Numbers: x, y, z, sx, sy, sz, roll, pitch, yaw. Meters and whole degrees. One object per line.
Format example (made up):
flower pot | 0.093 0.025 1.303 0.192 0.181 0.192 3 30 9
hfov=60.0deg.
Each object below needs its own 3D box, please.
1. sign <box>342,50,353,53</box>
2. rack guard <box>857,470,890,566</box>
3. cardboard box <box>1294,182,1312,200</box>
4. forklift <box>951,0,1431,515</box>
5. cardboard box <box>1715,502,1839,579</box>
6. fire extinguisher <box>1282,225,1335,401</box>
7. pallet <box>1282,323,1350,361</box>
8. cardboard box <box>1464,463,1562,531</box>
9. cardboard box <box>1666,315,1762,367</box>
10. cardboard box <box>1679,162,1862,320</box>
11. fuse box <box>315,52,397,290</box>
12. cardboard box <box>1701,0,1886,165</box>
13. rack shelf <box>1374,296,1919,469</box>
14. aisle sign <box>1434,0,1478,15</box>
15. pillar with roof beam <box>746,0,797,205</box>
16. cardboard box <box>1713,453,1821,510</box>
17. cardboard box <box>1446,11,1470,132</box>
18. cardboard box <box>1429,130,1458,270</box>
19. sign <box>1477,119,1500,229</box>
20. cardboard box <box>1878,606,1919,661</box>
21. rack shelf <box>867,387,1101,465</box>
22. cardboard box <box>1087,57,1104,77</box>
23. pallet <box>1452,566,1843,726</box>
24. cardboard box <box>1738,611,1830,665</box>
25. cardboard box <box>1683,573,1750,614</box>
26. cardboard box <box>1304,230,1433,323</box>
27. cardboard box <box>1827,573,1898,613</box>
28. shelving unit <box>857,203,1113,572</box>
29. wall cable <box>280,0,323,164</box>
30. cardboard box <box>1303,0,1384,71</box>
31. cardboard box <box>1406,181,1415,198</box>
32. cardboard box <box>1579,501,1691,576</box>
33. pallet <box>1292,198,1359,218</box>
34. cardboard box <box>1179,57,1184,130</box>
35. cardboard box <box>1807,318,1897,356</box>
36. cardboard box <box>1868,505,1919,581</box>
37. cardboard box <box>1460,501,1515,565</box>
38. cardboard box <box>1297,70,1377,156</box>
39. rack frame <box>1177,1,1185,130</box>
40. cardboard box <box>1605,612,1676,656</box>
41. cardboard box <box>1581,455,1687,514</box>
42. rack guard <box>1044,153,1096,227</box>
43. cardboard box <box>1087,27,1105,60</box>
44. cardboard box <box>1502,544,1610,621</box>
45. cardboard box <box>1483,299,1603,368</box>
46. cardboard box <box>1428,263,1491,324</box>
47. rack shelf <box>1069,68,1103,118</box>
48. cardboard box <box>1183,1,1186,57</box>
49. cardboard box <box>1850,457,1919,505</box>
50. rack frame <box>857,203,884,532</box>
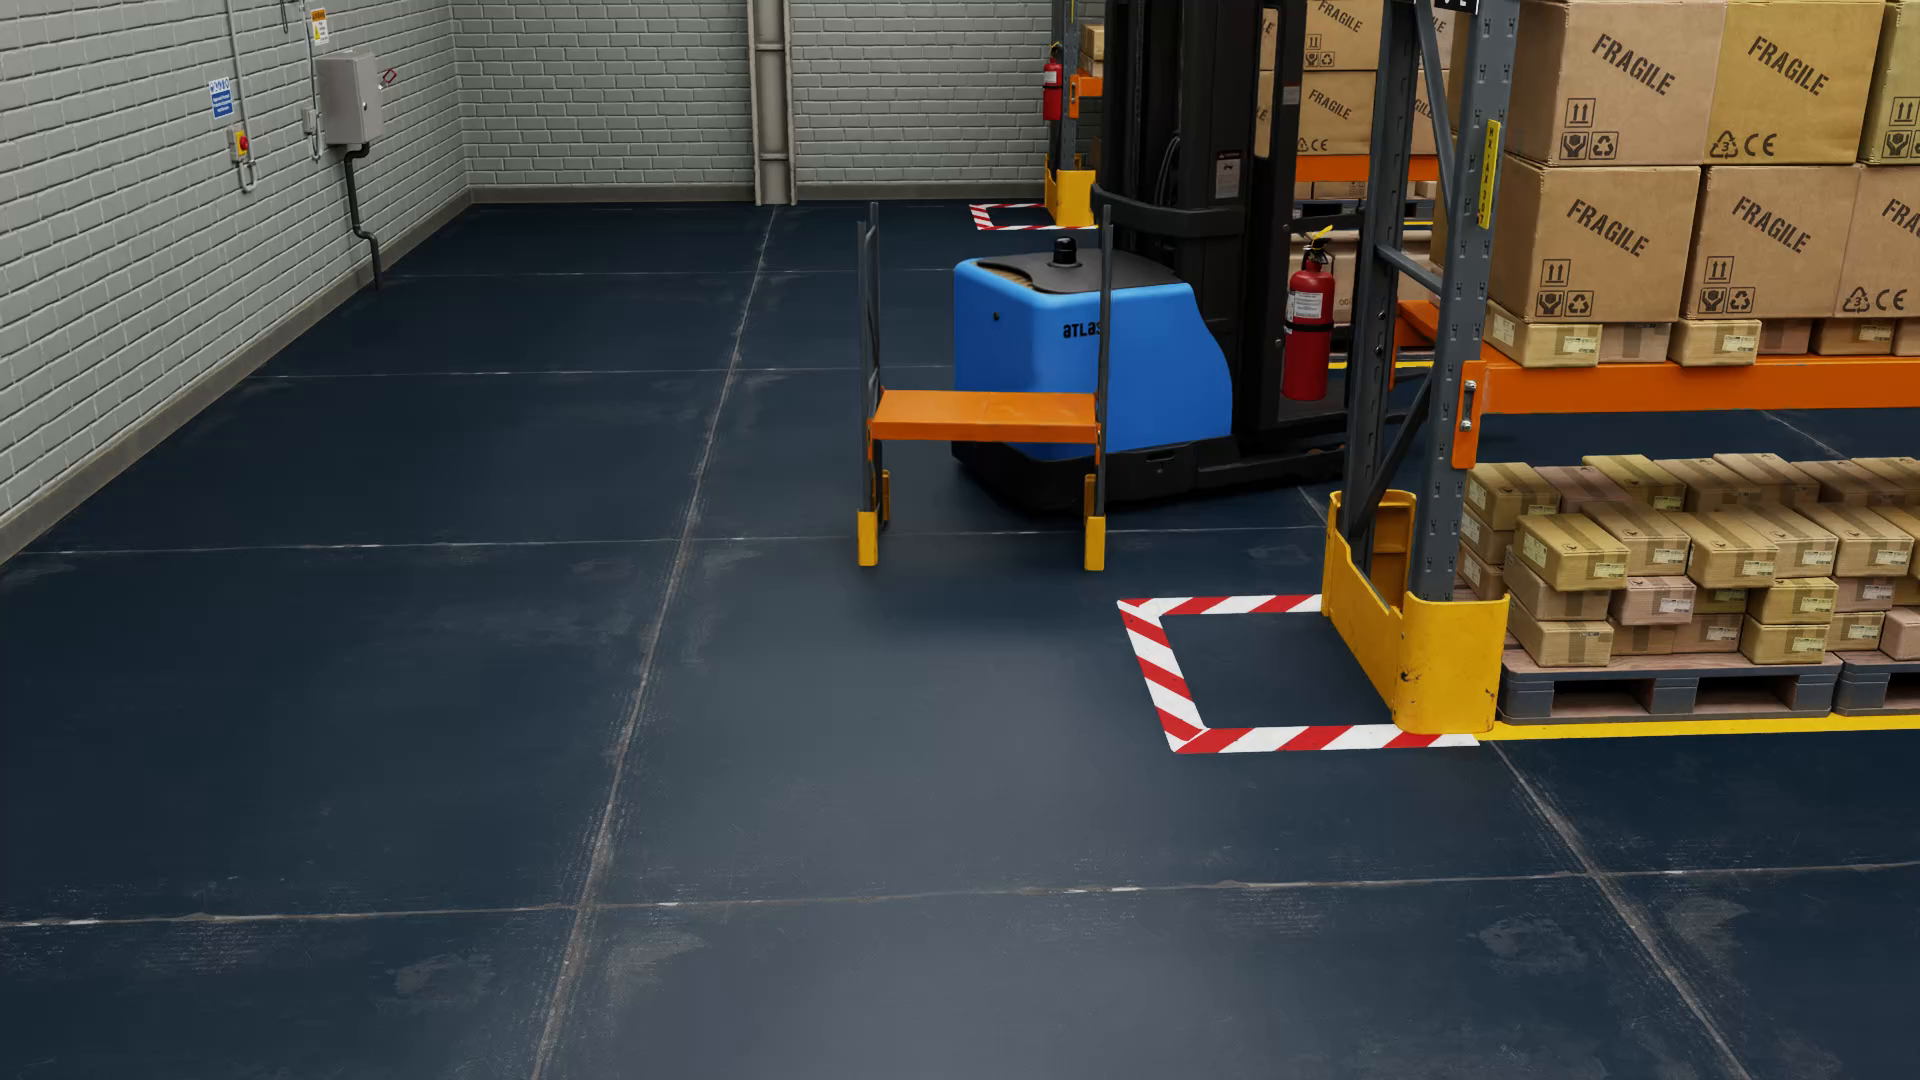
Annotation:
sign | -4.608 -3.437 12.565 0.001 0.494 0.329 -1 21 -3
rack guard | -0.389 -0.106 7.548 0.087 0.250 0.587 1 21 3
cardboard box | 2.948 -3.432 15.343 0.500 0.500 0.500 -1 21 -2
forklift | 1.515 -1.823 8.289 3.031 2.935 1.130 -9 23 -23
cardboard box | 2.926 -0.001 5.989 0.250 0.149 0.380 -2 21 -6
fire extinguisher | 1.335 -0.876 6.338 0.183 0.674 0.296 -1 21 -3
pallet | 2.023 -1.424 11.065 1.213 0.211 1.003 -1 21 -3
cardboard box | 2.127 -0.170 6.432 0.250 0.149 0.380 -1 21 -2
cardboard box | 2.478 -0.706 5.613 0.250 0.149 0.380 -2 21 -5
cardboard box | 2.610 -1.044 5.588 0.500 0.500 0.500 -1 21 -3
fuse box | -4.373 -2.708 12.328 0.414 1.711 0.539 -1 21 -3
cardboard box | 2.580 -1.507 5.401 0.500 0.500 0.500 -1 21 -1
rack shelf | 3.610 -0.632 6.075 4.000 0.370 1.077 -1 21 -3
aisle sign | 1.557 -2.034 5.094 0.004 0.787 0.394 -1 21 -3
pillar with roof beam | -1.555 -5.986 10.698 0.400 9.000 9.100 -1 21 -3
cardboard box | 3.160 -0.213 6.545 0.250 0.149 0.380 0 21 -1
cardboard box | 2.056 -1.678 5.848 0.500 0.500 0.500 -2 21 -4
cardboard box | 2.047 -1.213 6.034 0.500 0.500 0.500 -1 21 -2
sign | 1.644 -1.139 5.180 0.005 0.325 0.100 -1 21 -3
cardboard box | 3.423 0.291 6.058 0.250 0.149 0.380 -2 21 -6
rack shelf | 0.117 -0.511 7.360 1.000 0.185 0.538 1 21 3
cardboard box | 1.286 -4.238 14.891 0.250 0.149 0.380 -1 21 -3
pallet | 2.502 0.371 6.351 1.213 0.211 1.003 -1 21 -3
cardboard box | 2.920 0.304 6.024 0.250 0.149 0.380 -1 21 -2
cardboard box | 2.667 0.129 6.066 0.250 0.149 0.380 -1 21 -2
cardboard box | 2.796 -1.753 11.020 0.875 0.438 0.875 -1 21 -2
cardboard box | 3.189 0.123 6.081 0.250 0.149 0.380 -2 21 -6
shelving unit | 0.108 -0.679 7.296 1.083 1.500 0.587 1 21 3
wall cable | -4.491 -3.539 11.273 0.122 1.984 0.588 -1 21 -3
cardboard box | 2.240 -3.119 10.052 0.500 0.500 0.500 -2 21 -5
cardboard box | 4.040 -3.324 15.387 0.258 0.266 0.396 0 21 -1
cardboard box | 2.424 -0.007 6.005 0.250 0.149 0.380 -1 21 -2
pallet | 3.029 -3.185 15.691 1.213 0.211 1.003 -1 21 -3
cardboard box | 1.696 -2.834 10.708 0.500 0.500 0.500 -1 21 -3
cardboard box | 3.002 -0.757 5.746 0.250 0.149 0.380 -1 21 -4
cardboard box | 3.468 0.007 5.967 0.250 0.149 0.380 -1 21 -2
cardboard box | 2.124 -0.042 6.514 0.250 0.149 0.380 -2 21 -5
cardboard box | 2.229 -2.658 10.246 0.500 0.500 0.500 -1 21 -4
rack frame | 1.230 -2.683 10.454 0.127 3.000 1.000 -1 21 -3
cardboard box | 2.411 0.278 6.093 0.250 0.149 0.380 -1 21 -3
cardboard box | 2.633 -0.205 6.524 0.250 0.149 0.380 -2 21 -4
rack guard | 1.018 -3.280 15.533 0.348 0.500 1.175 -1 21 -3
cardboard box | 1.411 -4.429 14.831 0.500 0.250 0.500 -1 21 -3
cardboard box | 2.151 0.150 6.008 0.250 0.149 0.380 0 21 -1
cardboard box | 1.955 -0.700 5.597 0.250 0.149 0.380 -1 21 -3
cardboard box | 1.922 -0.917 6.166 0.250 0.149 0.380 -1 21 -3
rack shelf | 2.939 -4.151 15.319 4.000 0.370 1.077 -1 21 -3
cardboard box | 1.697 -3.292 10.506 0.500 0.500 0.500 0 21 -1
cardboard box | 3.689 -0.194 6.496 0.250 0.149 0.380 -1 21 -3
rack frame | -0.390 -0.690 7.326 0.032 1.500 0.500 1 21 3
